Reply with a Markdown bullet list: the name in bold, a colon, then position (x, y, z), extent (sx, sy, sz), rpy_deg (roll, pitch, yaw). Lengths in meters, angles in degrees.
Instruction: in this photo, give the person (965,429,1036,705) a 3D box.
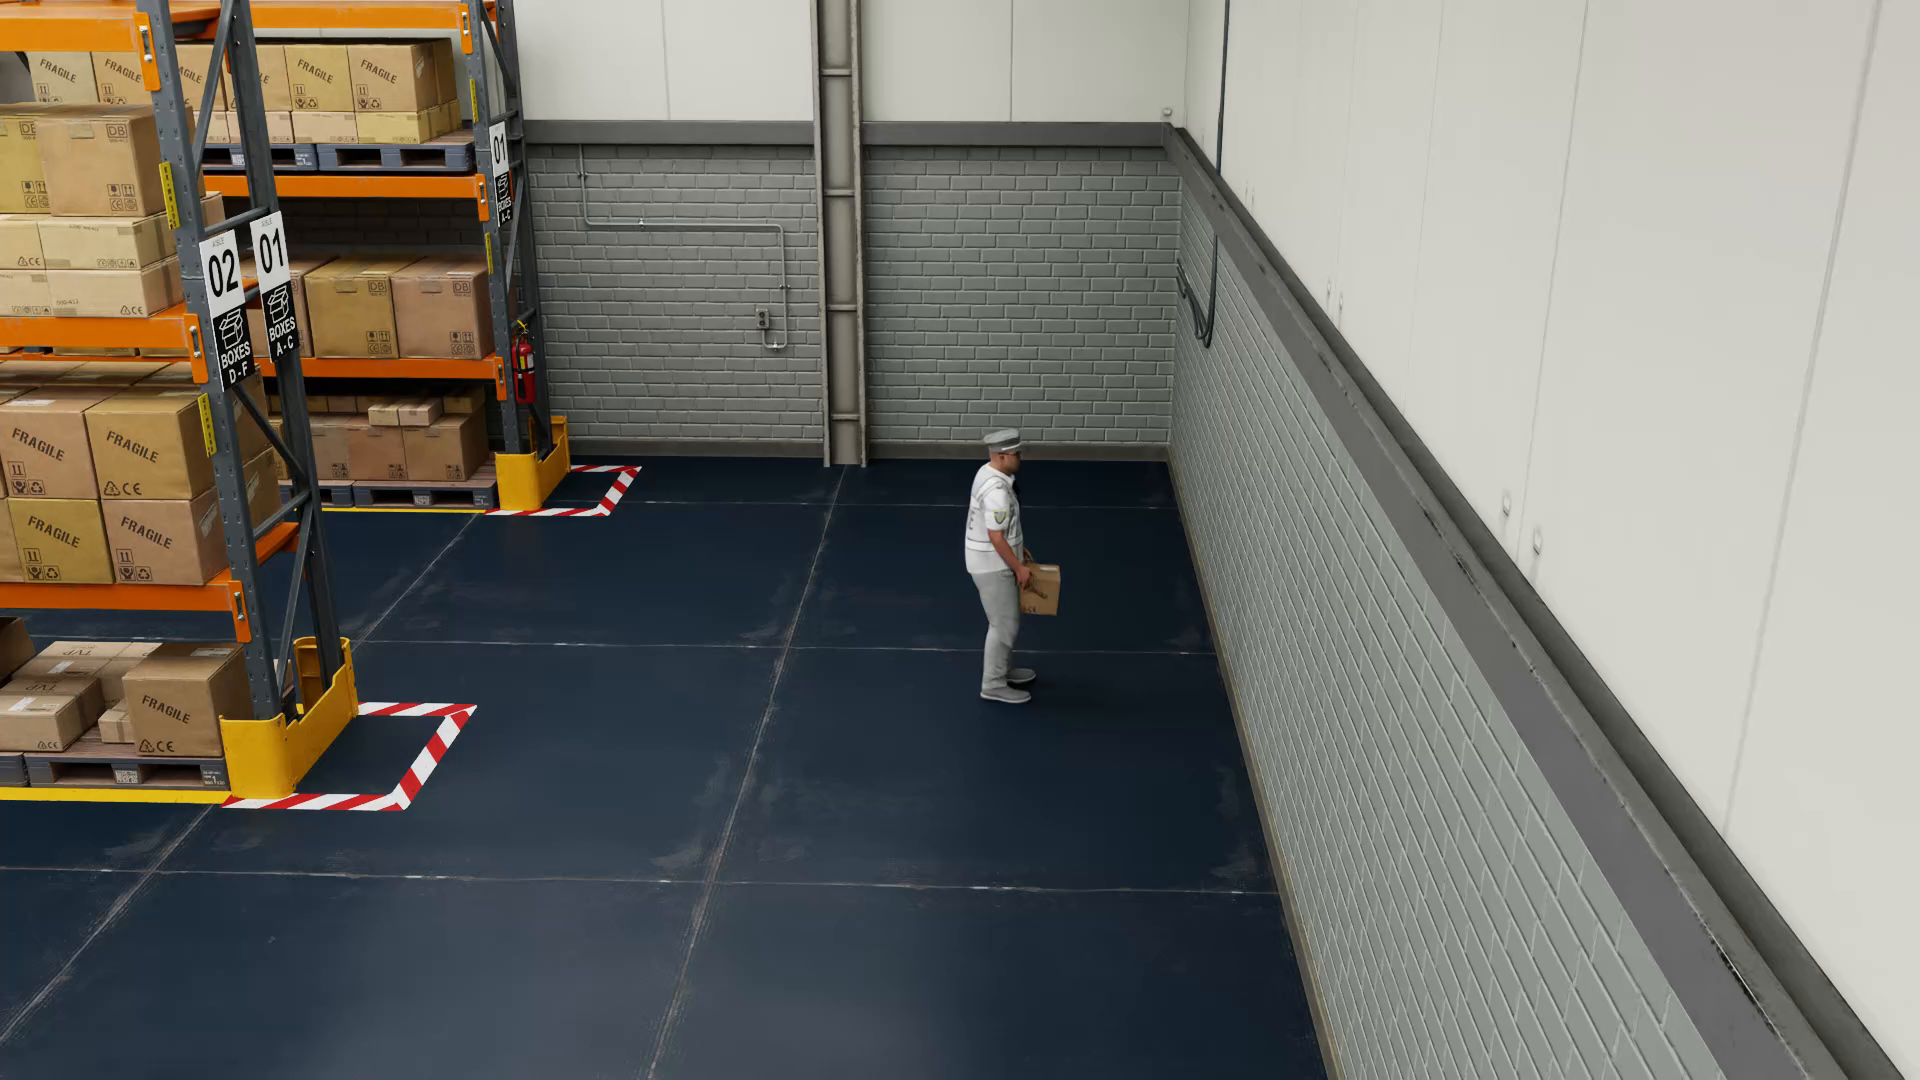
- **person**: position (0.267, 0.145, 10.665), extent (0.471, 1.761, 0.551), rpy_deg (0, 21, 1)
